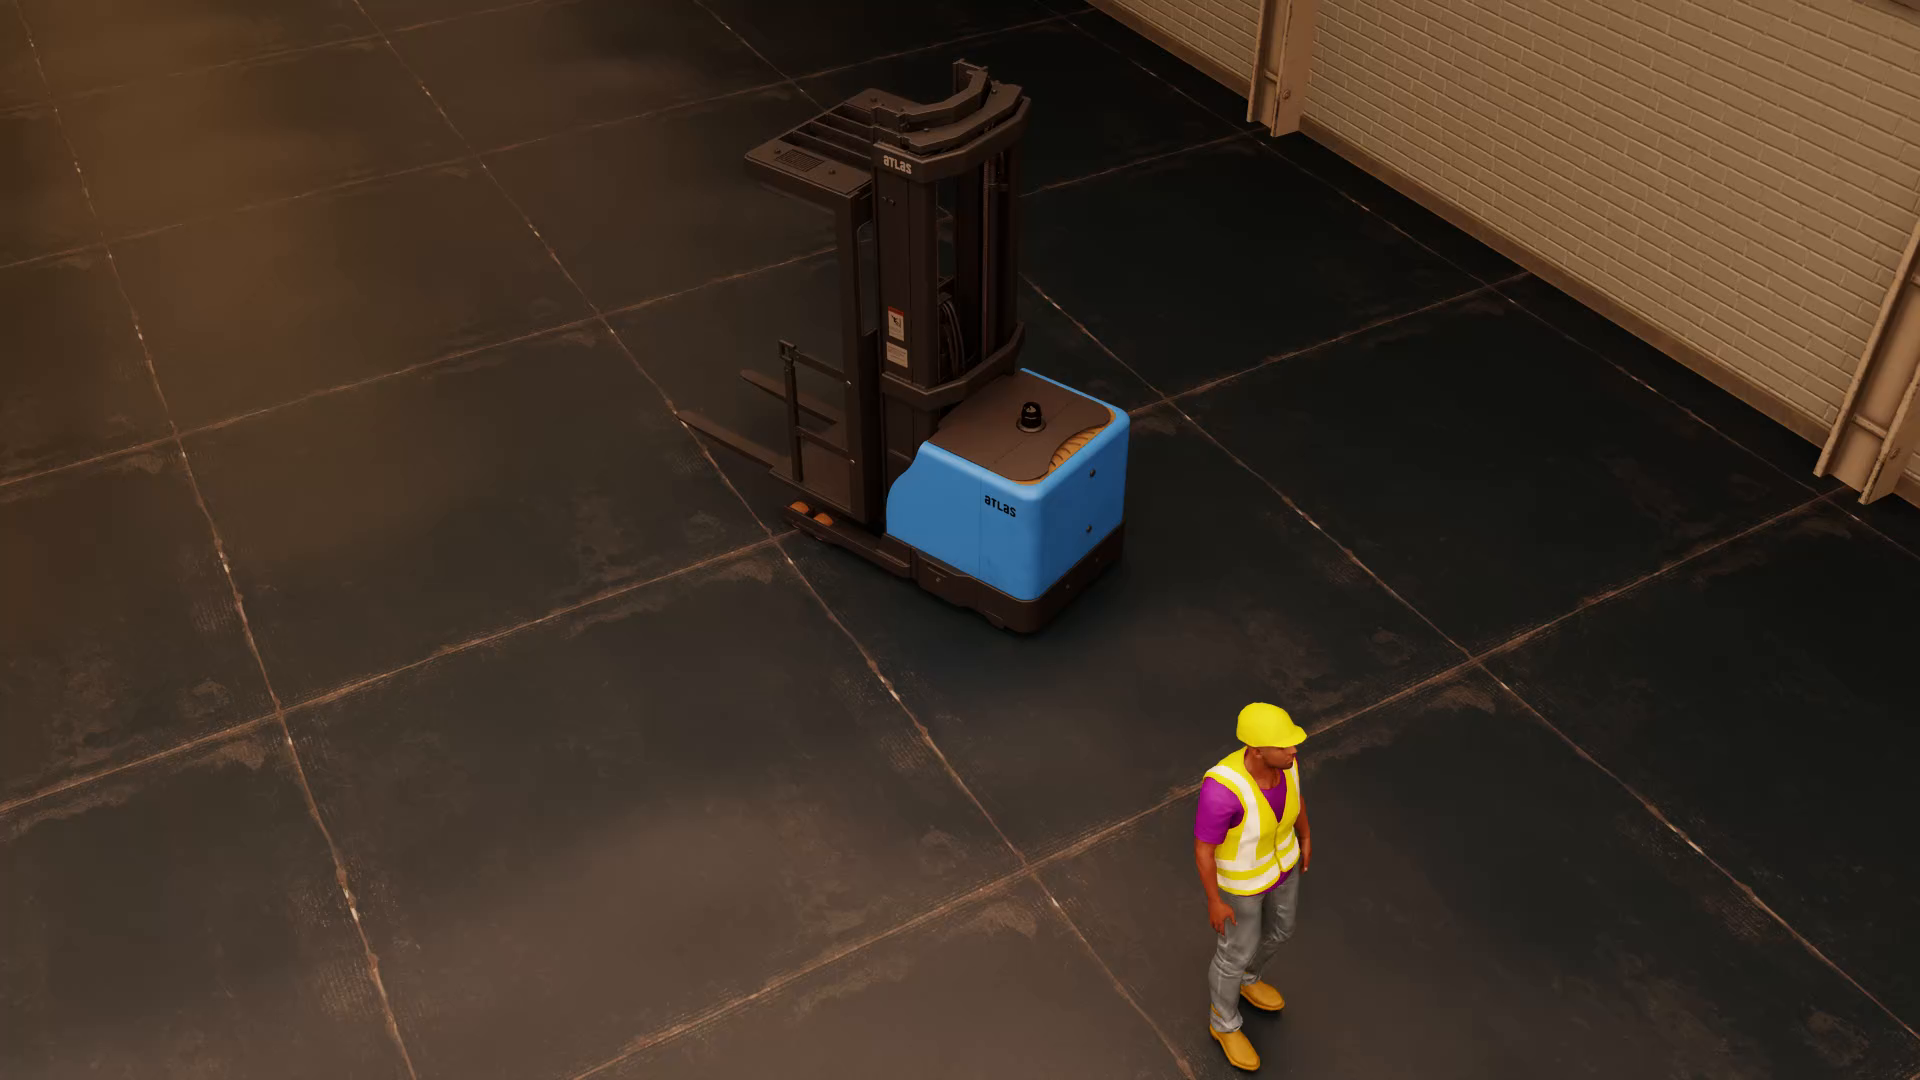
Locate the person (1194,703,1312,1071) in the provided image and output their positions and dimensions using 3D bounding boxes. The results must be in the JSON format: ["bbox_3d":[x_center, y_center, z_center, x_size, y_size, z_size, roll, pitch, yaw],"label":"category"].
[{"bbox_3d":[1.321,1.453,7.185,0.665,1.762,0.589,-31,49,-32],"label":"person"}]

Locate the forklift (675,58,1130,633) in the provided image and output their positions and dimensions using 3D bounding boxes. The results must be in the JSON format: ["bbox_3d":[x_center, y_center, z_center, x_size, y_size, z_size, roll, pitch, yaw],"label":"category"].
[{"bbox_3d":[-0.481,-1.366,9.683,3.031,2.935,1.130,26,46,28],"label":"forklift"}]
